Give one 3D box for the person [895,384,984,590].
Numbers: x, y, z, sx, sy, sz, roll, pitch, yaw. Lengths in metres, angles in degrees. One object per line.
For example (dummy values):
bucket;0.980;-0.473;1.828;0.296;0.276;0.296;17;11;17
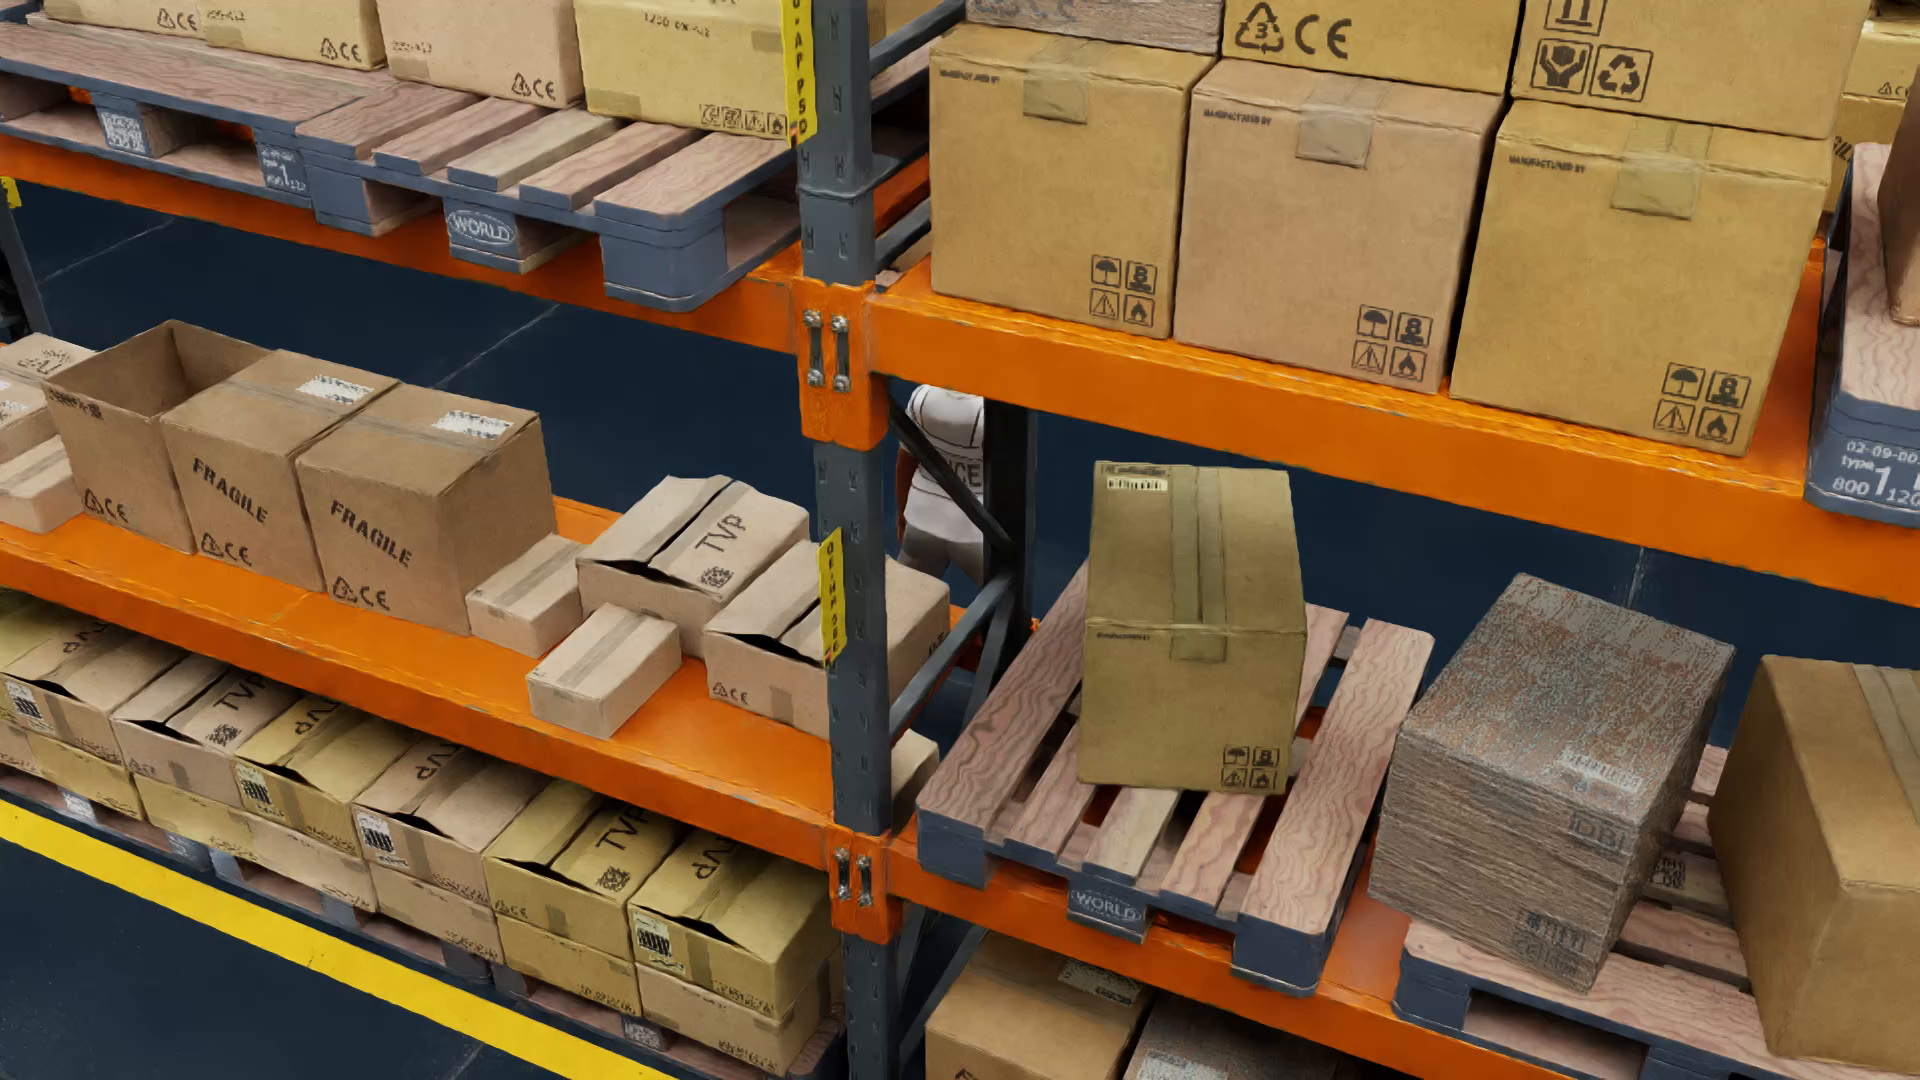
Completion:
person;-0.020;-0.053;6.237;0.616;1.664;0.580;18;38;25
